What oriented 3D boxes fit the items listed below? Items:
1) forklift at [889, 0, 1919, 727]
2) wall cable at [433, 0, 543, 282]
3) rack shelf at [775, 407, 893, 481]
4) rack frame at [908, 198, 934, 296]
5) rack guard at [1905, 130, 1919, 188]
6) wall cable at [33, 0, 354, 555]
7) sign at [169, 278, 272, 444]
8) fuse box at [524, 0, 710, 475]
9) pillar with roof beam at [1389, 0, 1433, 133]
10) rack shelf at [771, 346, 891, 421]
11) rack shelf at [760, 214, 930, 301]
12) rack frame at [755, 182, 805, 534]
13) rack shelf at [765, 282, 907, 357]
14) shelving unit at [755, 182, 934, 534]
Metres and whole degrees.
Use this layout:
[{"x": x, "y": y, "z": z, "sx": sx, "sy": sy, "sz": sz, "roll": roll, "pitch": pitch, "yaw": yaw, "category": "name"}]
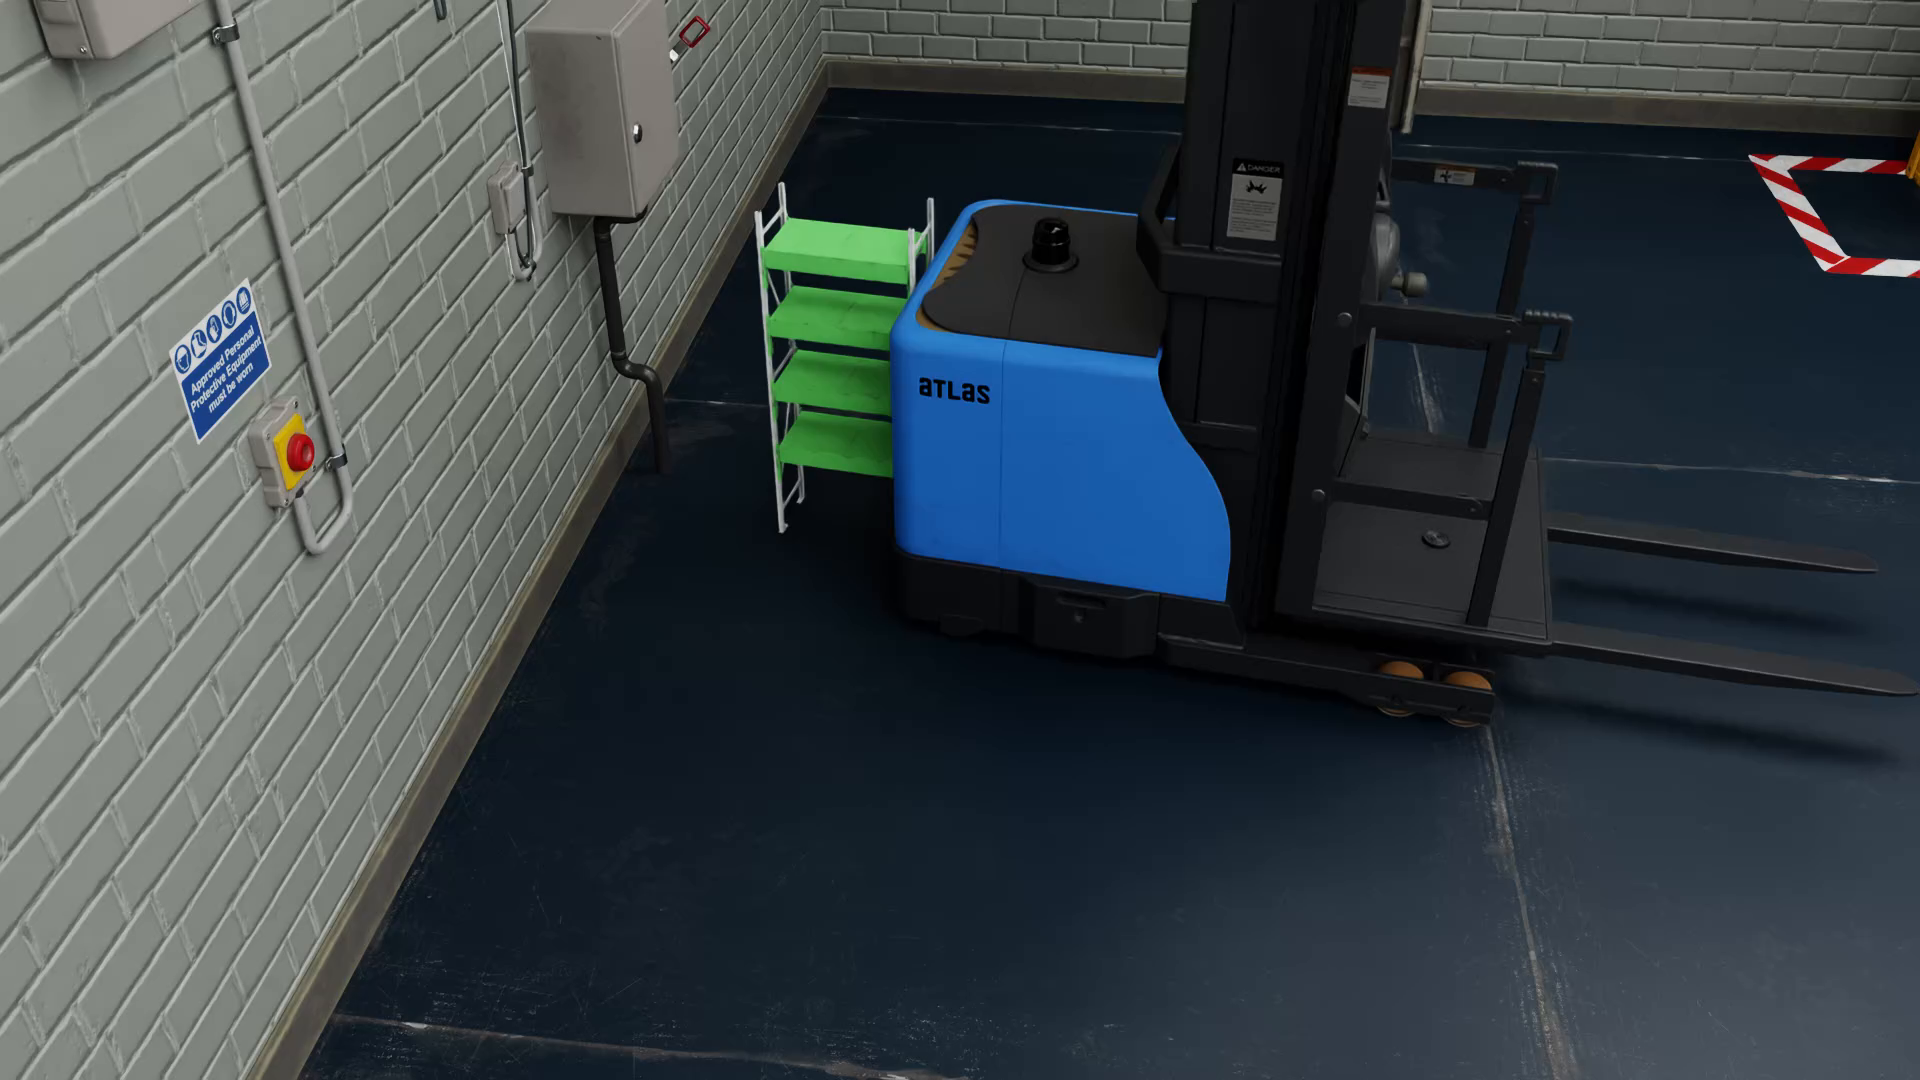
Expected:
[{"x": 1.355, "y": -0.977, "z": 4.595, "sx": 3.031, "sy": 2.935, "sz": 1.130, "roll": 8, "pitch": 36, "yaw": 12, "category": "forklift"}, {"x": -1.298, "y": -1.521, "z": 4.424, "sx": 0.122, "sy": 1.984, "sz": 0.588, "roll": 4, "pitch": 36, "yaw": 6, "category": "wall cable"}, {"x": -0.356, "y": -0.297, "z": 5.656, "sx": 0.480, "sy": 0.148, "sz": 0.258, "roll": 8, "pitch": 36, "yaw": 12, "category": "rack shelf"}, {"x": -0.119, "y": -0.509, "z": 5.431, "sx": 0.015, "sy": 1.200, "sz": 0.240, "roll": 8, "pitch": 36, "yaw": 12, "category": "rack frame"}, {"x": 4.833, "y": -1.723, "z": 7.733, "sx": 0.348, "sy": 0.500, "sz": 1.175, "roll": 4, "pitch": 36, "yaw": 6, "category": "rack guard"}, {"x": -1.467, "y": -0.715, "z": 3.269, "sx": 0.123, "sy": 1.953, "sz": 0.585, "roll": 4, "pitch": 36, "yaw": 6, "category": "wall cable"}, {"x": -1.534, "y": -0.376, "z": 3.462, "sx": 0.001, "sy": 0.218, "sz": 0.327, "roll": 4, "pitch": 36, "yaw": 6, "category": "sign"}, {"x": -1.055, "y": -0.964, "z": 5.628, "sx": 0.414, "sy": 1.711, "sz": 0.539, "roll": 4, "pitch": 36, "yaw": 6, "category": "fuse box"}, {"x": 1.649, "y": -3.426, "z": 2.804, "sx": 0.400, "sy": 9.000, "sz": 9.100, "roll": 4, "pitch": 36, "yaw": 6, "category": "pillar with roof beam"}, {"x": -0.356, "y": -0.492, "z": 5.517, "sx": 0.480, "sy": 0.148, "sz": 0.258, "roll": 8, "pitch": 36, "yaw": 12, "category": "rack shelf"}, {"x": -0.356, "y": -0.883, "z": 5.238, "sx": 0.480, "sy": 0.148, "sz": 0.258, "roll": 8, "pitch": 36, "yaw": 12, "category": "rack shelf"}, {"x": -0.592, "y": -0.579, "z": 5.529, "sx": 0.015, "sy": 1.200, "sz": 0.240, "roll": 8, "pitch": 36, "yaw": 12, "category": "rack frame"}, {"x": -0.356, "y": -0.687, "z": 5.377, "sx": 0.480, "sy": 0.148, "sz": 0.258, "roll": 8, "pitch": 36, "yaw": 12, "category": "rack shelf"}, {"x": -0.356, "y": -0.544, "z": 5.480, "sx": 0.503, "sy": 1.200, "sz": 0.258, "roll": 8, "pitch": 36, "yaw": 12, "category": "shelving unit"}]
